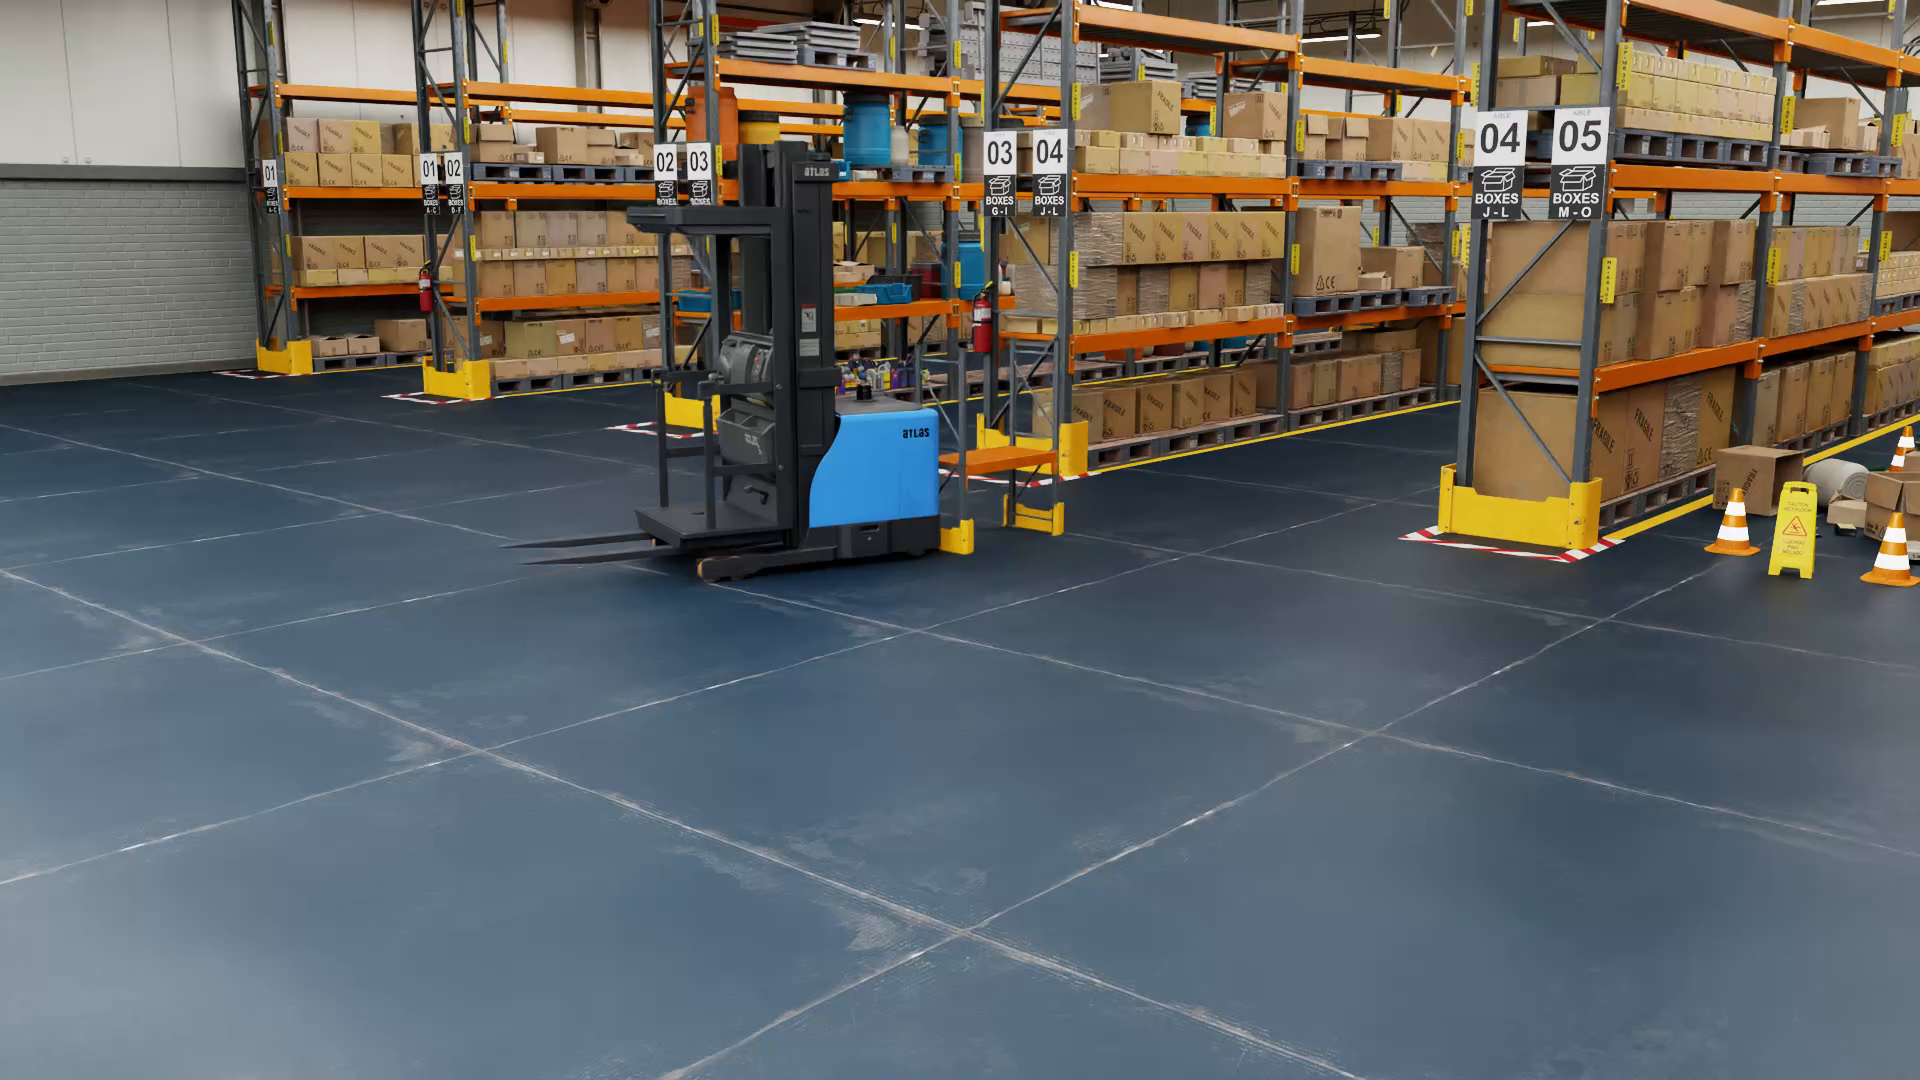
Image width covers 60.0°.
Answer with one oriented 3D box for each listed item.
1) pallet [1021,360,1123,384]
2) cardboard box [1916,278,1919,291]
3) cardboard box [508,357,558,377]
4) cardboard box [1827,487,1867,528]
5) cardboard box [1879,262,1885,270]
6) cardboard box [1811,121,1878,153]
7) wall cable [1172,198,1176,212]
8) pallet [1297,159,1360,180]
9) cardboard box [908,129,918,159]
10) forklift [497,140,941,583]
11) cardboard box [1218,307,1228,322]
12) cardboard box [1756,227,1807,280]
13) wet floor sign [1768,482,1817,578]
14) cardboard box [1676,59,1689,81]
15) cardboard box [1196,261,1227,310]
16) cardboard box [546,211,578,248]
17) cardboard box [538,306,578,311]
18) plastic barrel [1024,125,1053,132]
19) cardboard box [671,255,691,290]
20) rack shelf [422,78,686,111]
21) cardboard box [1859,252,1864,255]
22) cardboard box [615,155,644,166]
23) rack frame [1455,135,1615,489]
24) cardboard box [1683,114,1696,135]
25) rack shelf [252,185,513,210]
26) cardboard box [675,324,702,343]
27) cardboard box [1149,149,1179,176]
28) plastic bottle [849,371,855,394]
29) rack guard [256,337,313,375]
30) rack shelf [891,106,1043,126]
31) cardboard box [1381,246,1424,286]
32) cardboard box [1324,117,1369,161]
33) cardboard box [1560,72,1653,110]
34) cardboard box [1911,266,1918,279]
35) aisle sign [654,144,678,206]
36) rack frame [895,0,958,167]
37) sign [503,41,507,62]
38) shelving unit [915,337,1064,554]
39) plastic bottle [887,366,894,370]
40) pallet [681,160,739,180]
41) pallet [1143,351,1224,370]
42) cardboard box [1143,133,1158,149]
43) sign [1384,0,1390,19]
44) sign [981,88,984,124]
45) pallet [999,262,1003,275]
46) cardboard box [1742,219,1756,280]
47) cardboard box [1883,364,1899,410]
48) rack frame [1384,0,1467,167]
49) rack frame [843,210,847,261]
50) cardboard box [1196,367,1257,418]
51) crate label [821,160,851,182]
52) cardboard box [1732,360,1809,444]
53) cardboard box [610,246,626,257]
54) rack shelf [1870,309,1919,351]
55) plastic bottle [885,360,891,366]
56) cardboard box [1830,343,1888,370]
[{"bbox_3d":[1.664,-2.495,24.664,1.003,0.211,1.213,10,15,40],"label":"pallet"},{"bbox_3d":[11.429,-3.109,20.188,0.380,0.149,0.250,9,14,38],"label":"cardboard box"},{"bbox_3d":[-5.947,-2.417,23.103,0.500,0.250,0.500,10,15,40],"label":"cardboard box"},{"bbox_3d":[7.192,-0.255,13.308,0.258,0.266,0.396,-9,14,-38],"label":"cardboard box"},{"bbox_3d":[10.210,-3.132,18.785,0.380,0.149,0.250,9,15,39],"label":"cardboard box"},{"bbox_3d":[9.119,-4.165,17.145,0.500,0.311,0.500,10,15,40],"label":"cardboard box"},{"bbox_3d":[4.045,-8.634,40.894,3.097,2.526,0.112,10,15,40],"label":"wall cable"},{"bbox_3d":[3.772,-4.198,18.894,1.213,0.211,1.003,10,15,40],"label":"pallet"},{"bbox_3d":[-0.885,-6.761,28.437,0.500,0.500,0.500,10,15,40],"label":"cardboard box"},{"bbox_3d":[-1.682,-1.265,11.564,3.031,2.935,1.130,-6,13,-28],"label":"forklift"},{"bbox_3d":[2.635,-2.414,17.782,0.380,0.149,0.250,10,15,40],"label":"cardboard box"},{"bbox_3d":[7.939,-2.850,16.513,0.700,0.500,0.500,10,15,41],"label":"cardboard box"},{"bbox_3d":[5.771,-0.083,11.480,0.267,0.644,0.232,7,13,31],"label":"wet floor sign"},{"bbox_3d":[5.434,-3.649,12.942,0.380,0.149,0.250,9,15,39],"label":"cardboard box"},{"bbox_3d":[2.330,-2.724,17.675,0.875,0.500,0.500,10,15,40],"label":"cardboard box"},{"bbox_3d":[-5.767,-4.348,23.253,0.700,0.500,0.500,10,15,41],"label":"cardboard box"},{"bbox_3d":[-7.117,-4.197,29.411,0.500,0.250,0.500,9,15,39],"label":"cardboard box"},{"bbox_3d":[1.067,-5.464,23.655,0.600,0.830,0.708,10,15,40],"label":"plastic barrel"},{"bbox_3d":[-4.443,-4.007,24.859,0.700,0.500,0.500,9,15,39],"label":"cardboard box"},{"bbox_3d":[-5.475,-6.123,23.248,1.077,0.370,4.000,10,15,40],"label":"rack shelf"},{"bbox_3d":[10.933,-3.486,20.557,0.380,0.149,0.250,10,15,40],"label":"cardboard box"},{"bbox_3d":[-4.746,-5.433,23.810,0.380,0.149,0.250,10,15,40],"label":"cardboard box"},{"bbox_3d":[4.303,-1.498,12.552,1.000,3.000,0.127,10,15,40],"label":"rack frame"},{"bbox_3d":[5.603,-3.295,13.207,0.380,0.149,0.250,10,15,40],"label":"cardboard box"},{"bbox_3d":[-9.198,-5.488,26.707,1.077,0.370,4.000,10,15,40],"label":"rack shelf"},{"bbox_3d":[-4.103,-3.253,25.857,0.500,0.311,0.500,10,15,40],"label":"cardboard box"},{"bbox_3d":[1.822,-3.738,16.492,0.500,0.250,0.500,10,15,40],"label":"cardboard box"},{"bbox_3d":[-1.353,-1.964,20.728,0.097,0.271,0.097,0,11,0],"label":"plastic bottle"},{"bbox_3d":[-10.468,-2.861,25.758,1.175,0.500,0.348,10,15,40],"label":"rack guard"},{"bbox_3d":[-0.194,-7.300,29.141,1.077,0.370,4.000,10,15,40],"label":"rack shelf"},{"bbox_3d":[5.598,-3.501,21.256,0.500,0.500,0.500,8,14,33],"label":"cardboard box"},{"bbox_3d":[4.290,-4.665,19.416,0.797,0.503,0.637,11,15,43],"label":"cardboard box"},{"bbox_3d":[4.814,-3.334,12.383,0.500,0.250,0.500,10,15,40],"label":"cardboard box"},{"bbox_3d":[11.242,-3.214,19.952,0.380,0.149,0.250,10,15,41],"label":"cardboard box"},{"bbox_3d":[-3.347,-4.097,18.928,0.394,0.787,0.004,10,15,40],"label":"aisle sign"},{"bbox_3d":[-0.436,-6.325,21.403,1.000,3.000,0.127,10,15,40],"label":"rack frame"},{"bbox_3d":[-7.483,-8.030,27.352,0.100,0.325,0.005,10,15,40],"label":"sign"},{"bbox_3d":[0.224,-0.745,12.610,1.083,1.500,0.587,-11,16,-44],"label":"shelving unit"},{"bbox_3d":[-0.899,-2.118,21.489,0.152,0.276,0.135,10,15,40],"label":"plastic bottle"},{"bbox_3d":[-2.457,-4.282,19.315,1.003,0.211,1.213,10,15,40],"label":"pallet"},{"bbox_3d":[3.499,-2.904,26.712,1.003,0.211,1.213,10,15,40],"label":"pallet"},{"bbox_3d":[1.714,-3.902,16.297,0.380,0.149,0.250,10,15,40],"label":"cardboard box"},{"bbox_3d":[5.505,-6.880,21.393,0.100,0.325,0.005,10,15,40],"label":"sign"},{"bbox_3d":[0.240,-4.134,15.831,0.100,0.325,0.005,10,15,40],"label":"sign"},{"bbox_3d":[0.517,-5.003,30.593,1.003,0.211,1.213,10,15,40],"label":"pallet"},{"bbox_3d":[6.674,-2.640,15.129,0.875,0.550,0.550,10,15,40],"label":"cardboard box"},{"bbox_3d":[10.572,-1.801,19.378,0.500,0.500,0.500,10,15,41],"label":"cardboard box"},{"bbox_3d":[5.925,-6.273,21.143,1.000,3.000,0.127,10,15,40],"label":"rack frame"},{"bbox_3d":[-2.597,-5.841,34.296,1.000,3.000,0.127,10,15,40],"label":"rack frame"},{"bbox_3d":[2.990,-1.669,18.719,0.500,0.500,0.500,9,15,39],"label":"cardboard box"},{"bbox_3d":[-1.593,-4.425,19.929,0.502,0.251,0.408,10,15,40],"label":"crate label"},{"bbox_3d":[7.925,-1.434,16.902,1.050,0.750,0.750,10,15,40],"label":"cardboard box"},{"bbox_3d":[-5.012,-4.137,23.853,0.380,0.149,0.250,10,15,42],"label":"cardboard box"},{"bbox_3d":[10.904,-2.616,19.989,1.077,0.370,4.000,10,15,40],"label":"rack shelf"},{"bbox_3d":[-0.976,-2.271,22.263,0.097,0.271,0.097,0,11,0],"label":"plastic bottle"},{"bbox_3d":[10.221,-2.093,18.927,0.500,0.250,0.500,9,14,38],"label":"cardboard box"}]
